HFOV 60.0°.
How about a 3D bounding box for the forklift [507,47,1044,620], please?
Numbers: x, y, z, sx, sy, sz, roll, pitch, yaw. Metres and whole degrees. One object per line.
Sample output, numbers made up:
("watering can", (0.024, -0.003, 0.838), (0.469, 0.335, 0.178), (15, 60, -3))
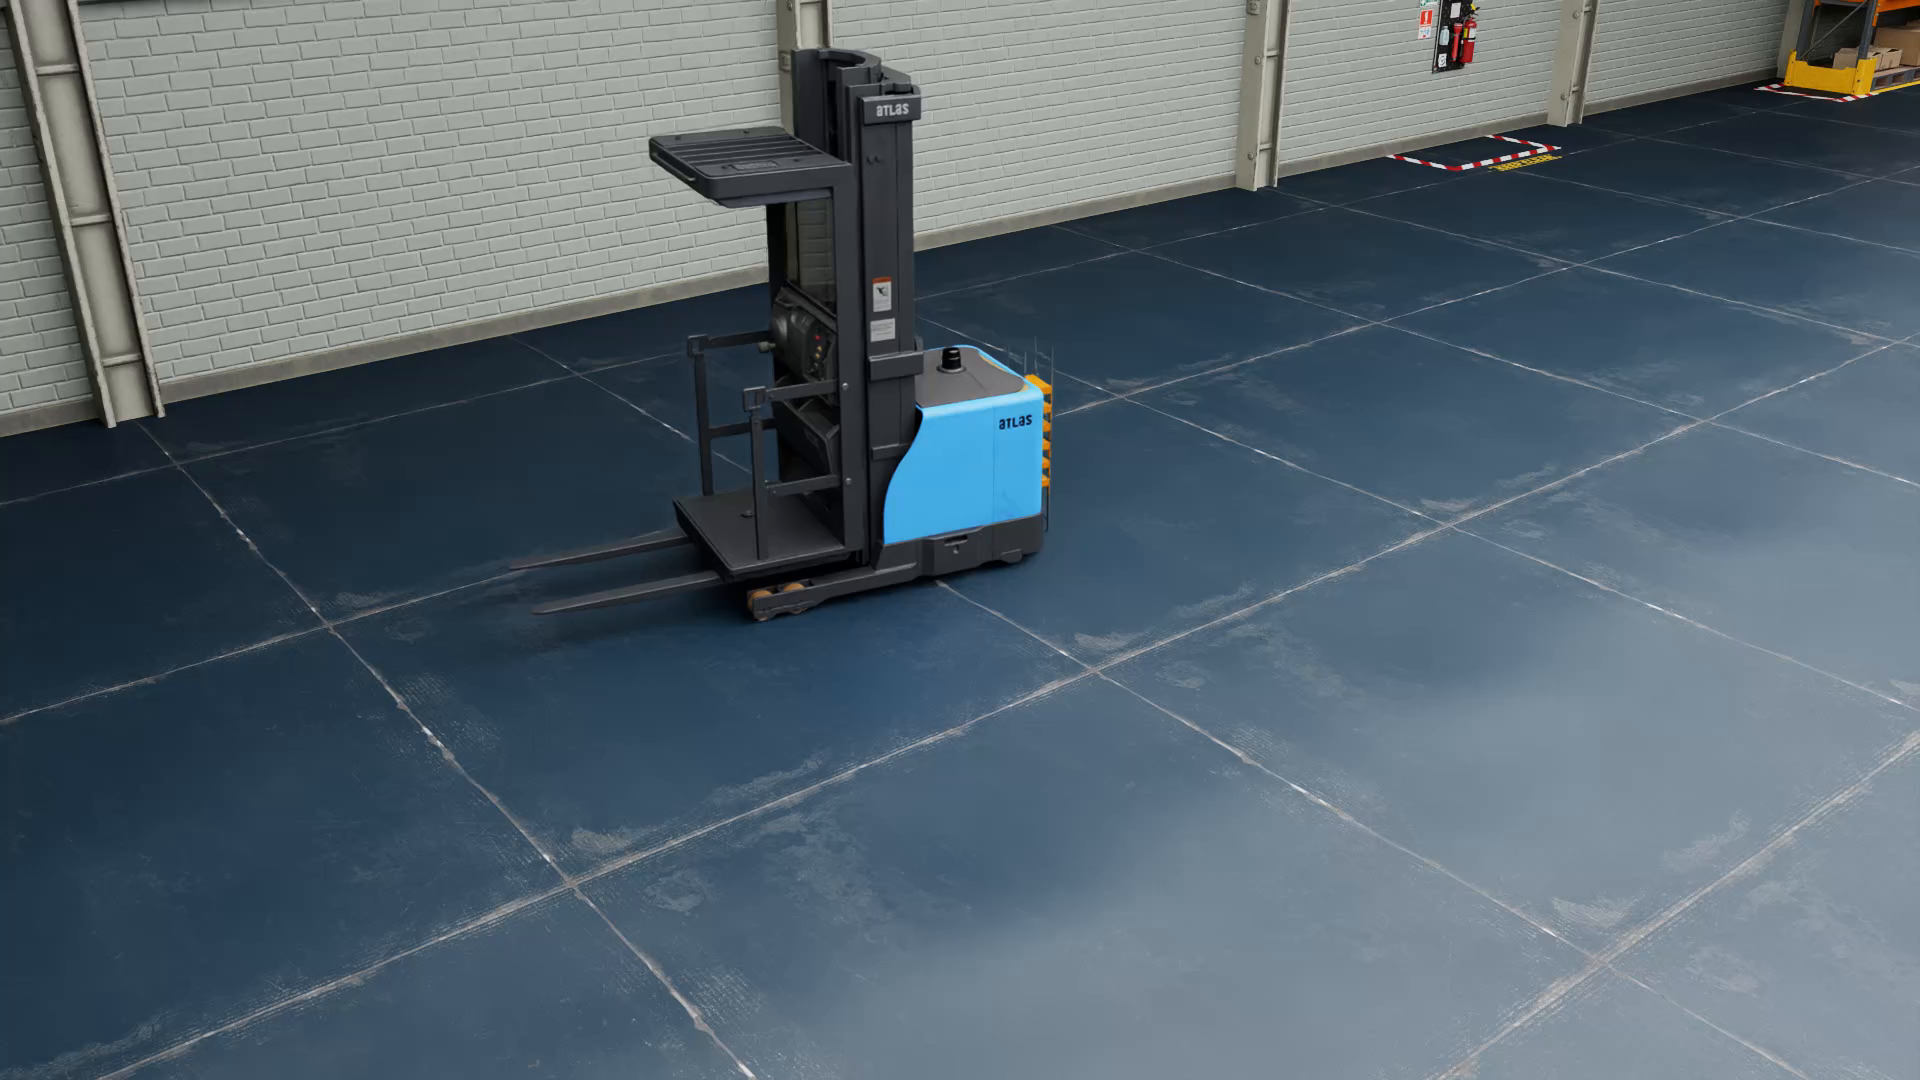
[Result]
("forklift", (-1.059, -1.134, 9.213), (3.031, 2.935, 1.130), (-11, 27, -23))

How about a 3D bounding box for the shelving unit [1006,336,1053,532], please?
("shelving unit", (0.417, -0.623, 10.168), (0.189, 1.200, 0.258), (-11, 27, -23))

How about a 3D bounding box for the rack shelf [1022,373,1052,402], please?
("rack shelf", (0.417, -0.909, 10.035), (0.180, 0.103, 0.258), (-11, 27, -23))

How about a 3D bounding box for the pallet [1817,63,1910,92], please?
("pallet", (13.507, -6.991, 25.062), (1.213, 0.211, 1.003), (-18, 31, -34))

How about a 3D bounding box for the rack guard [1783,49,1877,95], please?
("rack guard", (12.846, -6.922, 24.571), (0.348, 0.500, 1.175), (-18, 31, -34))

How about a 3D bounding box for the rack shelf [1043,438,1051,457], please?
("rack shelf", (0.417, -0.583, 10.186), (0.180, 0.103, 0.258), (-11, 27, -23))

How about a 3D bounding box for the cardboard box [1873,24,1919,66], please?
("cardboard box", (14.443, -7.574, 25.453), (0.500, 0.500, 0.700), (-21, 32, -37))

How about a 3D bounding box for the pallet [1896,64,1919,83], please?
("pallet", (14.467, -7.306, 25.741), (1.213, 0.211, 1.003), (-18, 31, -34))

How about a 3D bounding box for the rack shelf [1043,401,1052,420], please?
("rack shelf", (0.417, -0.801, 10.085), (0.180, 0.103, 0.258), (-11, 27, -23))

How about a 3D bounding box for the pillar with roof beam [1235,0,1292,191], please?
("pillar with roof beam", (6.017, -6.683, 13.960), (0.400, 9.000, 9.100), (-18, 31, -34))

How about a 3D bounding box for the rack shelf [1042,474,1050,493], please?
("rack shelf", (0.417, -0.365, 10.287), (0.180, 0.103, 0.258), (-11, 27, -23))

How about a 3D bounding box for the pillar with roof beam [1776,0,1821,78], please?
("pillar with roof beam", (15.460, -9.800, 20.676), (0.400, 9.000, 9.100), (-18, 31, -34))

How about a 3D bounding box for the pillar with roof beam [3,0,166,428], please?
("pillar with roof beam", (-3.426, -3.565, 7.243), (0.400, 9.000, 9.100), (-18, 31, -34))

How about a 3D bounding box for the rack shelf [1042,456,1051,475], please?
("rack shelf", (0.417, -0.474, 10.237), (0.180, 0.103, 0.258), (-11, 27, -23))

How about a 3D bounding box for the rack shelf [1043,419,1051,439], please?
("rack shelf", (0.417, -0.692, 10.136), (0.180, 0.103, 0.258), (-11, 27, -23))

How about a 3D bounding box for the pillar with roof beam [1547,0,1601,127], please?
("pillar with roof beam", (10.739, -8.241, 17.318), (0.400, 9.000, 9.100), (-18, 31, -34))

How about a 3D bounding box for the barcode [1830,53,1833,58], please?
("barcode", (13.154, -7.308, 25.093), (0.075, 0.075, 0.001), (-18, 31, -34))

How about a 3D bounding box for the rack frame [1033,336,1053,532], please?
("rack frame", (0.500, -0.640, 10.203), (0.006, 1.200, 0.240), (-11, 27, -23))

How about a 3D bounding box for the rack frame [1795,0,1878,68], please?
("rack frame", (12.787, -8.036, 24.003), (0.127, 3.000, 1.000), (-18, 31, -34))

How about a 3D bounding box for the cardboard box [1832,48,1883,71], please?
("cardboard box", (13.387, -7.166, 24.799), (0.500, 0.311, 0.500), (-23, 33, -40))

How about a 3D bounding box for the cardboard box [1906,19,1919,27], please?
("cardboard box", (15.142, -7.858, 26.066), (0.500, 0.500, 0.500), (-21, 32, -38))

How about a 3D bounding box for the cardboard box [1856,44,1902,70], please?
("cardboard box", (13.835, -7.314, 25.118), (0.500, 0.311, 0.500), (-15, 29, -30))

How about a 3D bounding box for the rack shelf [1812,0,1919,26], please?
("rack shelf", (14.360, -8.230, 25.274), (4.000, 0.370, 1.077), (-18, 31, -34))

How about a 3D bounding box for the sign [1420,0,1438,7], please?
("sign", (5.624, -6.462, 19.939), (0.331, 0.109, 0.001), (-18, 31, -34))

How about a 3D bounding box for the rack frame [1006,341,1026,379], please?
("rack frame", (0.334, -0.607, 10.132), (0.006, 1.200, 0.240), (-11, 27, -23))

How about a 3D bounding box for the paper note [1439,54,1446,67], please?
("paper note", (5.932, -5.894, 20.433), (0.142, 0.148, 0.016), (-18, 31, -34))

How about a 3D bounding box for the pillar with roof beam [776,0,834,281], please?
("pillar with roof beam", (1.296, -5.124, 10.601), (0.400, 9.000, 9.100), (-18, 31, -34))

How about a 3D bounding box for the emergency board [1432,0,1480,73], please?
("emergency board", (6.114, -6.317, 20.298), (0.643, 1.169, 0.194), (-18, 31, -34))

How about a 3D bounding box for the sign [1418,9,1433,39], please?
("sign", (5.615, -6.224, 20.054), (0.234, 0.329, 0.001), (-18, 31, -34))
